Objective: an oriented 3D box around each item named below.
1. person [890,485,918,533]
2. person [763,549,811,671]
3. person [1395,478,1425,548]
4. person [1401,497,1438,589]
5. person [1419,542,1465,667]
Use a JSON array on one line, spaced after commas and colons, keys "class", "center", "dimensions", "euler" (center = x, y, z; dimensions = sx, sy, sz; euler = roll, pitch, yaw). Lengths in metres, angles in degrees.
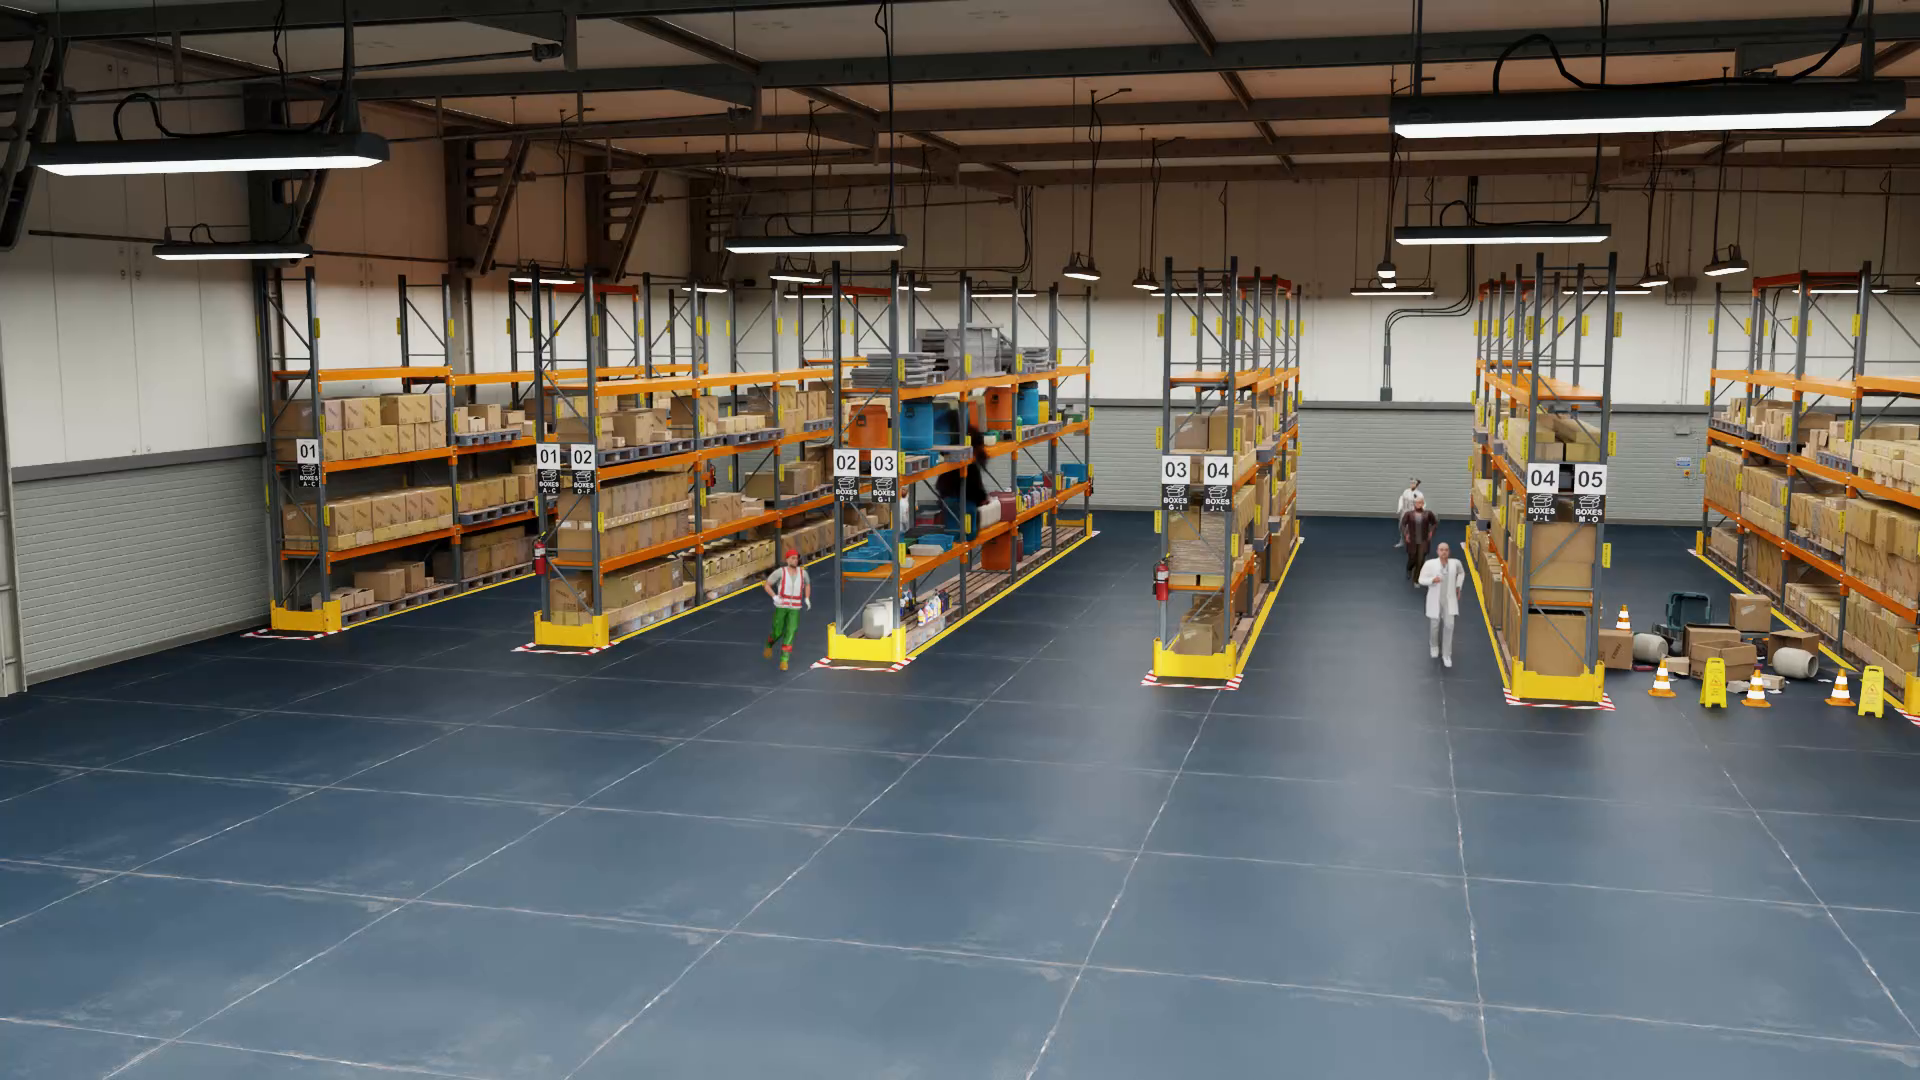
[{"class": "person", "center": [-1.216, -0.384, 35.977], "dimensions": [0.622, 1.656, 0.804], "euler": [0, 7, 1]}, {"class": "person", "center": [-2.529, 1.006, 24.680], "dimensions": [0.719, 1.741, 0.928], "euler": [-3, 8, -19]}, {"class": "person", "center": [10.323, -0.627, 38.073], "dimensions": [0.653, 1.617, 0.515], "euler": [6, 9, 38]}, {"class": "person", "center": [8.948, 0.041, 32.426], "dimensions": [0.712, 1.758, 0.743], "euler": [2, 8, 16]}, {"class": "person", "center": [7.217, 0.931, 24.911], "dimensions": [0.698, 1.794, 0.968], "euler": [1, 7, 10]}]
